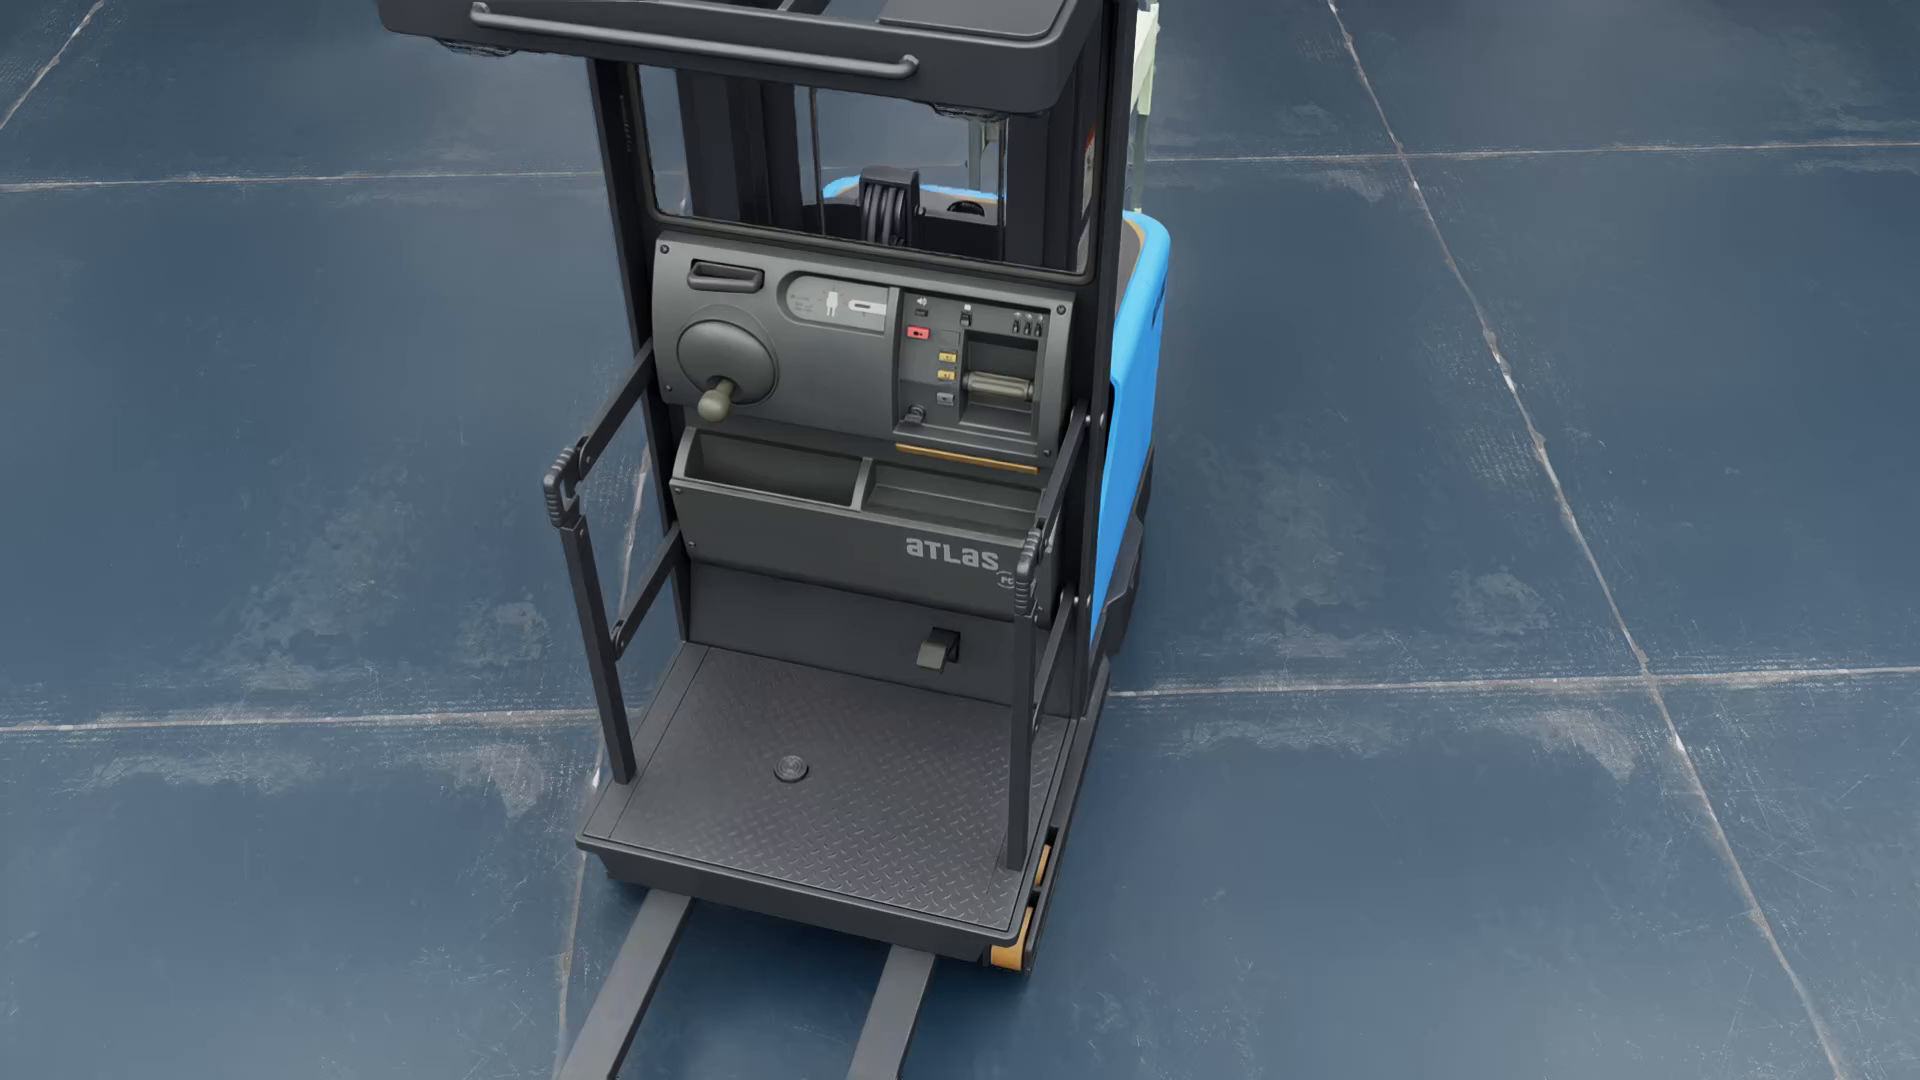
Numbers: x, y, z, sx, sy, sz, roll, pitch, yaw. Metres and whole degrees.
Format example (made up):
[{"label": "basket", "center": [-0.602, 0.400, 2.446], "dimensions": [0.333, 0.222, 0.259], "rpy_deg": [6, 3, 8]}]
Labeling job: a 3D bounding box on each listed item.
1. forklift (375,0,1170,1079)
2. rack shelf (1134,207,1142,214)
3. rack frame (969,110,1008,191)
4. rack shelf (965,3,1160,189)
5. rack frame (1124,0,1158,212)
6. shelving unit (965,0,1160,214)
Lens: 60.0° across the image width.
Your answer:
[{"label": "forklift", "center": [-0.276, -0.322, 3.432], "dimensions": [1.130, 2.935, 3.031], "rpy_deg": [10, 44, 11]}, {"label": "rack shelf", "center": [0.316, -0.778, 5.471], "dimensions": [0.431, 0.370, 0.720], "rpy_deg": [10, 44, 11]}, {"label": "rack frame", "center": [0.220, -0.780, 4.991], "dimensions": [0.400, 1.500, 0.023], "rpy_deg": [10, 44, 11]}, {"label": "rack shelf", "center": [0.316, -1.306, 4.987], "dimensions": [0.431, 0.370, 0.720], "rpy_deg": [10, 44, 11]}, {"label": "rack frame", "center": [0.411, -1.257, 5.512], "dimensions": [0.400, 1.500, 0.023], "rpy_deg": [10, 44, 11]}, {"label": "shelving unit", "center": [0.316, -1.018, 5.251], "dimensions": [0.431, 1.500, 0.755], "rpy_deg": [10, 44, 11]}]
